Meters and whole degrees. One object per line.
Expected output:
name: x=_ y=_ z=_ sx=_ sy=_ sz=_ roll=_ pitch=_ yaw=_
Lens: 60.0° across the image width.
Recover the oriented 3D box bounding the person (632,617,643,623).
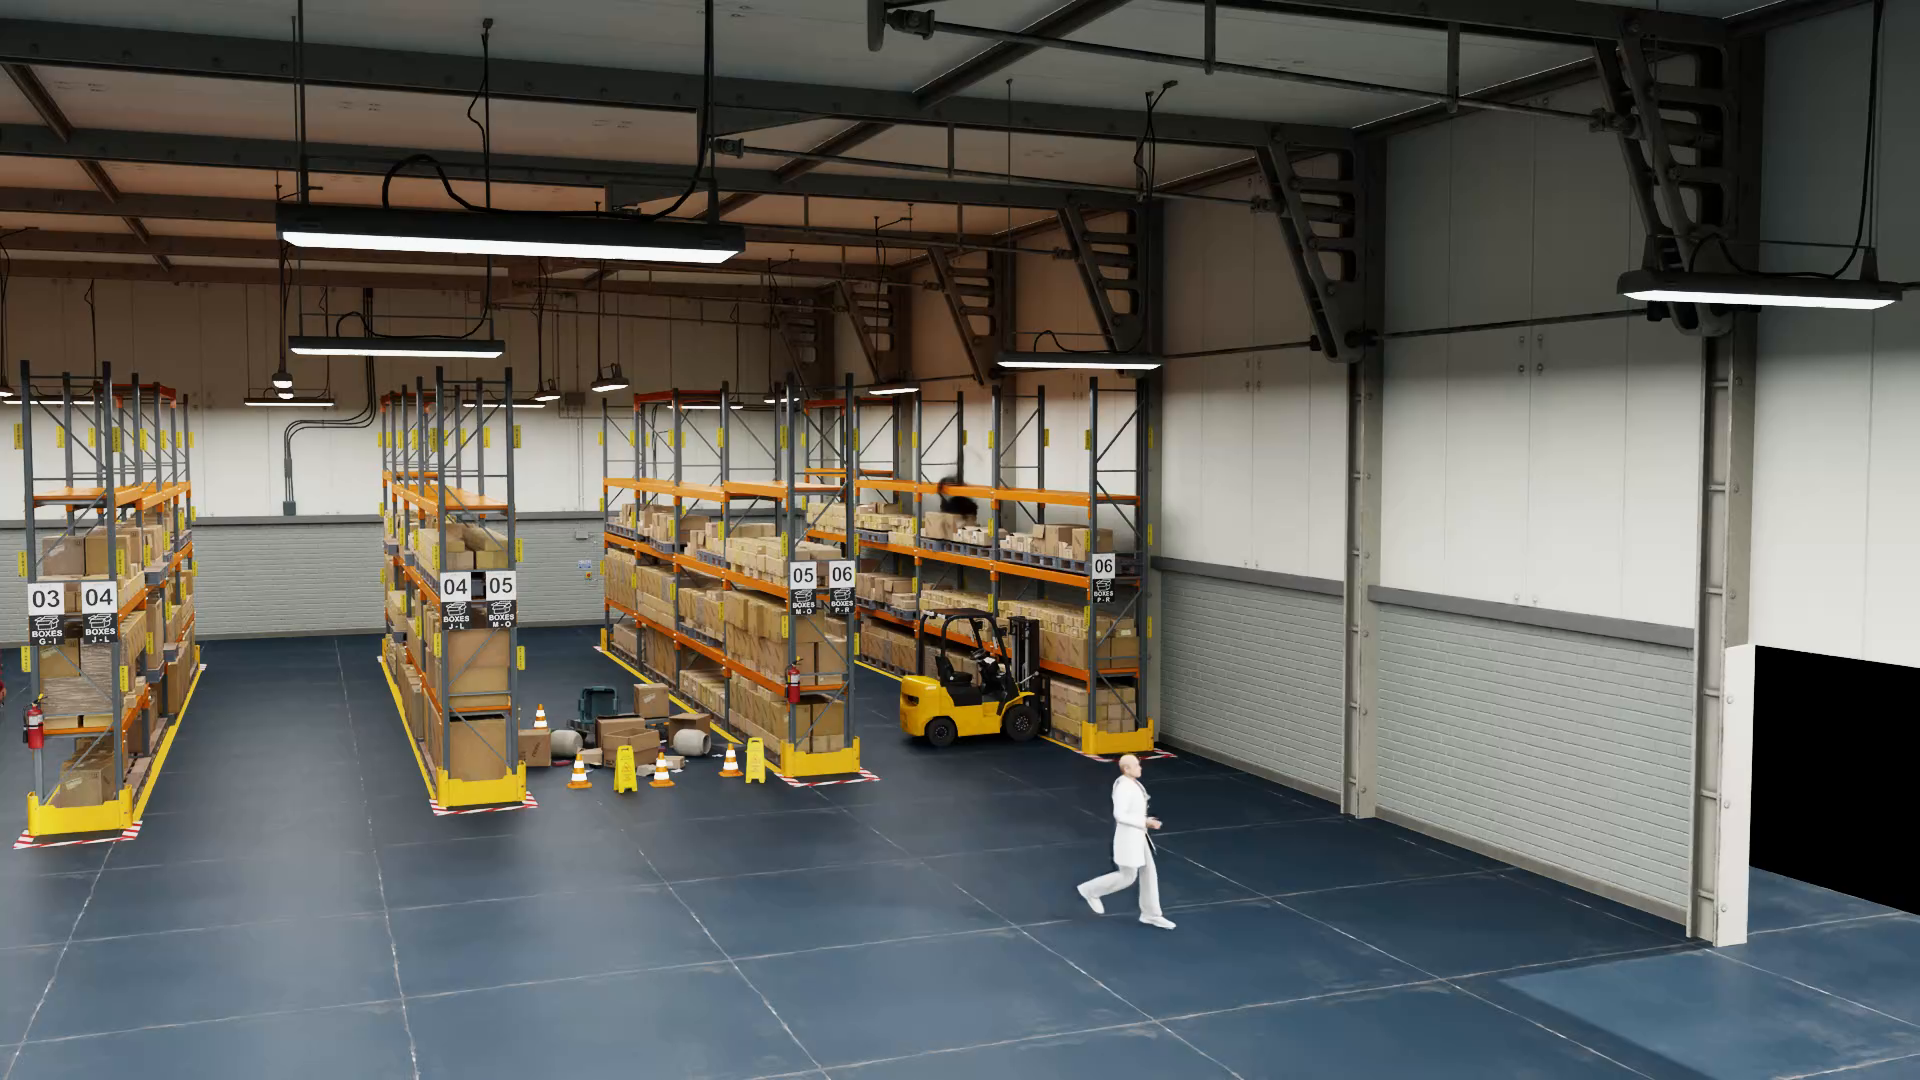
person: x=-7.931 y=1.684 z=41.138 sx=0.798 sy=1.690 sz=0.603 roll=1 pitch=4 yaw=18

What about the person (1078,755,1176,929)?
person: x=1.724 y=3.092 z=17.118 sx=1.005 sy=1.784 sz=0.710 roll=1 pitch=4 yaw=19

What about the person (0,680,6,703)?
person: x=-14.651 y=2.659 z=24.908 sx=0.645 sy=1.733 sz=0.651 roll=-2 pitch=4 yaw=-31
